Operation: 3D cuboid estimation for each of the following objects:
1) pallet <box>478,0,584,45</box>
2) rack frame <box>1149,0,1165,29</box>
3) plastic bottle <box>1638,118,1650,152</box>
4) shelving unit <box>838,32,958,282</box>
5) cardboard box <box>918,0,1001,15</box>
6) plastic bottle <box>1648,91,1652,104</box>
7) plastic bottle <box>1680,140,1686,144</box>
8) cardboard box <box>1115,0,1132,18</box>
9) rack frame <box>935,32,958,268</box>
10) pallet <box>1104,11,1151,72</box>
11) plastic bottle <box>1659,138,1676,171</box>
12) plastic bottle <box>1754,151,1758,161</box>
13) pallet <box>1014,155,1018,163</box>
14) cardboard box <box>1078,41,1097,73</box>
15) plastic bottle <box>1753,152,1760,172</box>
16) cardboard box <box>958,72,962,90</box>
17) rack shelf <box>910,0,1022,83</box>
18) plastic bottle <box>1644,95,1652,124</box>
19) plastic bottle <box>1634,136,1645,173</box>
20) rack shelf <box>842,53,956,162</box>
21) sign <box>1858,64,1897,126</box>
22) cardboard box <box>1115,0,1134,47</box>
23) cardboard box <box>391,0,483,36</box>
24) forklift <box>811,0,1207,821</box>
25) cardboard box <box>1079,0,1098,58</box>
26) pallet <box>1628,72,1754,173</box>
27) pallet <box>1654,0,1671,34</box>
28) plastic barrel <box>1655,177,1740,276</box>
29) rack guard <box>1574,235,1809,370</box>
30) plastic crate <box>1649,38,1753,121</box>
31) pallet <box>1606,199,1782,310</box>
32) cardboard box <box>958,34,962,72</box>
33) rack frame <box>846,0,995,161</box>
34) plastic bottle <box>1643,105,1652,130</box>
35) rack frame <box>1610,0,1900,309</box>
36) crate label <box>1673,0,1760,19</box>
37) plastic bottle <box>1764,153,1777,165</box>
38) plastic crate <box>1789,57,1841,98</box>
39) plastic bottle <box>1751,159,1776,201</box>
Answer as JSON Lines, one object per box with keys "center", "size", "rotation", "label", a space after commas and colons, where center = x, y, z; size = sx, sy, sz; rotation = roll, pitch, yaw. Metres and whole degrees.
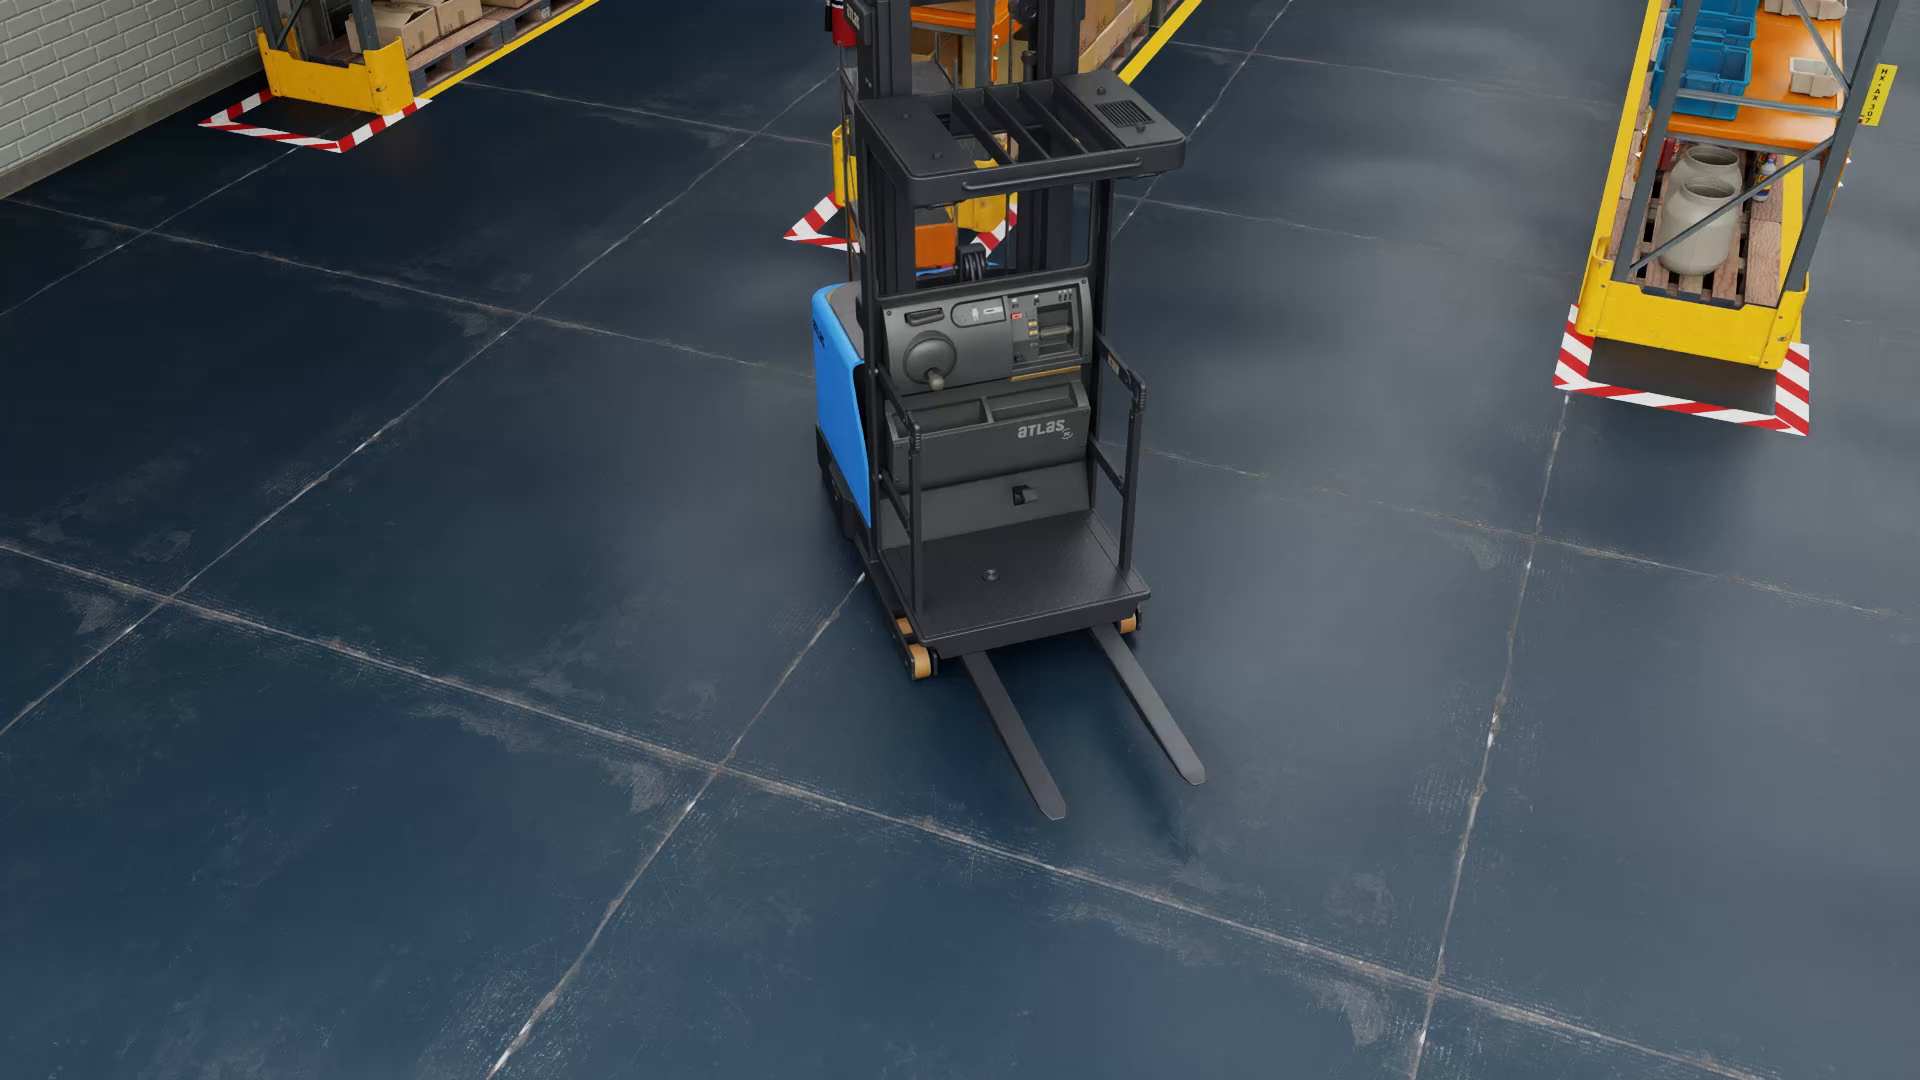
{"center": [-4.011, -4.654, 14.401], "size": [1.003, 0.211, 1.213], "rotation": [14, 39, 18], "label": "pallet"}
{"center": [1.257, -5.702, 13.474], "size": [1.000, 3.000, 0.127], "rotation": [14, 39, 18], "label": "rack frame"}
{"center": [4.782, -2.769, 11.458], "size": [0.152, 0.276, 0.135], "rotation": [13, 39, 16], "label": "plastic bottle"}
{"center": [-0.303, -1.509, 8.617], "size": [0.503, 2.100, 0.431], "rotation": [-9, 38, -11], "label": "shelving unit"}
{"center": [-0.075, -3.783, 10.823], "size": [0.700, 0.500, 0.500], "rotation": [14, 39, 18], "label": "cardboard box"}
{"center": [5.146, -3.334, 12.152], "size": [0.144, 0.351, 0.185], "rotation": [15, 39, 19], "label": "plastic bottle"}
{"center": [5.059, -2.945, 11.693], "size": [0.152, 0.276, 0.135], "rotation": [14, 39, 18], "label": "plastic bottle"}
{"center": [1.082, -4.488, 13.170], "size": [0.500, 0.500, 0.500], "rotation": [14, 39, 18], "label": "cardboard box"}
{"center": [-0.067, -1.546, 8.666], "size": [0.015, 2.100, 0.400], "rotation": [-9, 38, -11], "label": "rack frame"}
{"center": [0.916, -4.154, 13.733], "size": [1.003, 0.211, 1.213], "rotation": [14, 39, 18], "label": "pallet"}
{"center": [4.828, -2.671, 11.321], "size": [0.061, 0.283, 0.133], "rotation": [14, 39, 18], "label": "plastic bottle"}
{"center": [5.538, -2.730, 11.410], "size": [0.097, 0.271, 0.097], "rotation": [0, 37, 0], "label": "plastic bottle"}
{"center": [-0.012, -2.803, 11.926], "size": [1.003, 0.211, 1.213], "rotation": [14, 39, 18], "label": "pallet"}
{"center": [0.718, -3.630, 12.649], "size": [0.500, 0.250, 0.500], "rotation": [14, 39, 18], "label": "cardboard box"}
{"center": [5.461, -2.618, 11.260], "size": [0.097, 0.271, 0.097], "rotation": [0, 37, 0], "label": "plastic bottle"}
{"center": [-0.155, -3.198, 12.070], "size": [0.500, 0.250, 0.500], "rotation": [14, 39, 18], "label": "cardboard box"}
{"center": [0.496, -4.306, 12.208], "size": [1.077, 0.370, 4.000], "rotation": [14, 39, 18], "label": "rack shelf"}
{"center": [4.973, -3.121, 11.923], "size": [0.061, 0.283, 0.133], "rotation": [16, 40, 20], "label": "plastic bottle"}
{"center": [4.636, -2.631, 11.267], "size": [0.061, 0.283, 0.133], "rotation": [15, 39, 19], "label": "plastic bottle"}
{"center": [-0.303, -2.059, 8.206], "size": [0.480, 0.518, 0.431], "rotation": [-9, 38, -11], "label": "rack shelf"}
{"center": [4.822, -2.340, 8.745], "size": [0.100, 0.325, 0.005], "rotation": [14, 39, 18], "label": "sign"}
{"center": [1.084, -4.188, 13.394], "size": [0.500, 0.250, 0.500], "rotation": [14, 39, 18], "label": "cardboard box"}
{"center": [-4.284, -4.391, 13.599], "size": [0.500, 0.311, 0.500], "rotation": [17, 40, 21], "label": "cardboard box"}
{"center": [0.196, -0.821, 7.001], "size": [1.130, 2.935, 3.031], "rotation": [-11, 38, -15], "label": "forklift"}
{"center": [0.718, -3.931, 12.424], "size": [0.500, 0.500, 0.500], "rotation": [14, 39, 18], "label": "cardboard box"}
{"center": [5.543, -3.092, 12.312], "size": [1.003, 0.211, 1.213], "rotation": [14, 39, 18], "label": "pallet"}
{"center": [6.562, -4.576, 14.297], "size": [1.003, 0.211, 1.213], "rotation": [14, 39, 18], "label": "pallet"}
{"center": [4.495, -1.910, 10.129], "size": [0.421, 0.512, 0.421], "rotation": [0, 37, 0], "label": "plastic barrel"}
{"center": [4.300, -1.408, 9.818], "size": [1.175, 0.500, 0.348], "rotation": [14, 39, 18], "label": "rack guard"}
{"center": [4.229, -2.642, 9.506], "size": [0.499, 0.251, 0.616], "rotation": [14, 39, 18], "label": "plastic crate"}
{"center": [4.614, -1.741, 10.505], "size": [1.003, 0.211, 1.213], "rotation": [14, 39, 18], "label": "pallet"}
{"center": [0.031, -3.776, 12.218], "size": [0.500, 0.500, 0.500], "rotation": [14, 39, 18], "label": "cardboard box"}
{"center": [-0.264, -3.487, 10.511], "size": [1.000, 3.000, 0.127], "rotation": [14, 39, 18], "label": "rack frame"}
{"center": [4.912, -2.994, 11.697], "size": [0.144, 0.351, 0.185], "rotation": [14, 39, 17], "label": "plastic bottle"}
{"center": [4.315, -2.357, 8.999], "size": [1.000, 3.000, 0.127], "rotation": [14, 39, 18], "label": "rack frame"}
{"center": [4.765, -3.452, 10.434], "size": [0.502, 0.435, 0.616], "rotation": [14, 39, 18], "label": "crate label"}
{"center": [5.396, -2.499, 11.091], "size": [0.061, 0.283, 0.133], "rotation": [14, 39, 18], "label": "plastic bottle"}
{"center": [4.953, -2.673, 9.643], "size": [0.298, 0.136, 0.250], "rotation": [14, 39, 18], "label": "plastic crate"}
{"center": [5.293, -2.373, 10.932], "size": [0.097, 0.271, 0.097], "rotation": [0, 37, 0], "label": "plastic bottle"}
